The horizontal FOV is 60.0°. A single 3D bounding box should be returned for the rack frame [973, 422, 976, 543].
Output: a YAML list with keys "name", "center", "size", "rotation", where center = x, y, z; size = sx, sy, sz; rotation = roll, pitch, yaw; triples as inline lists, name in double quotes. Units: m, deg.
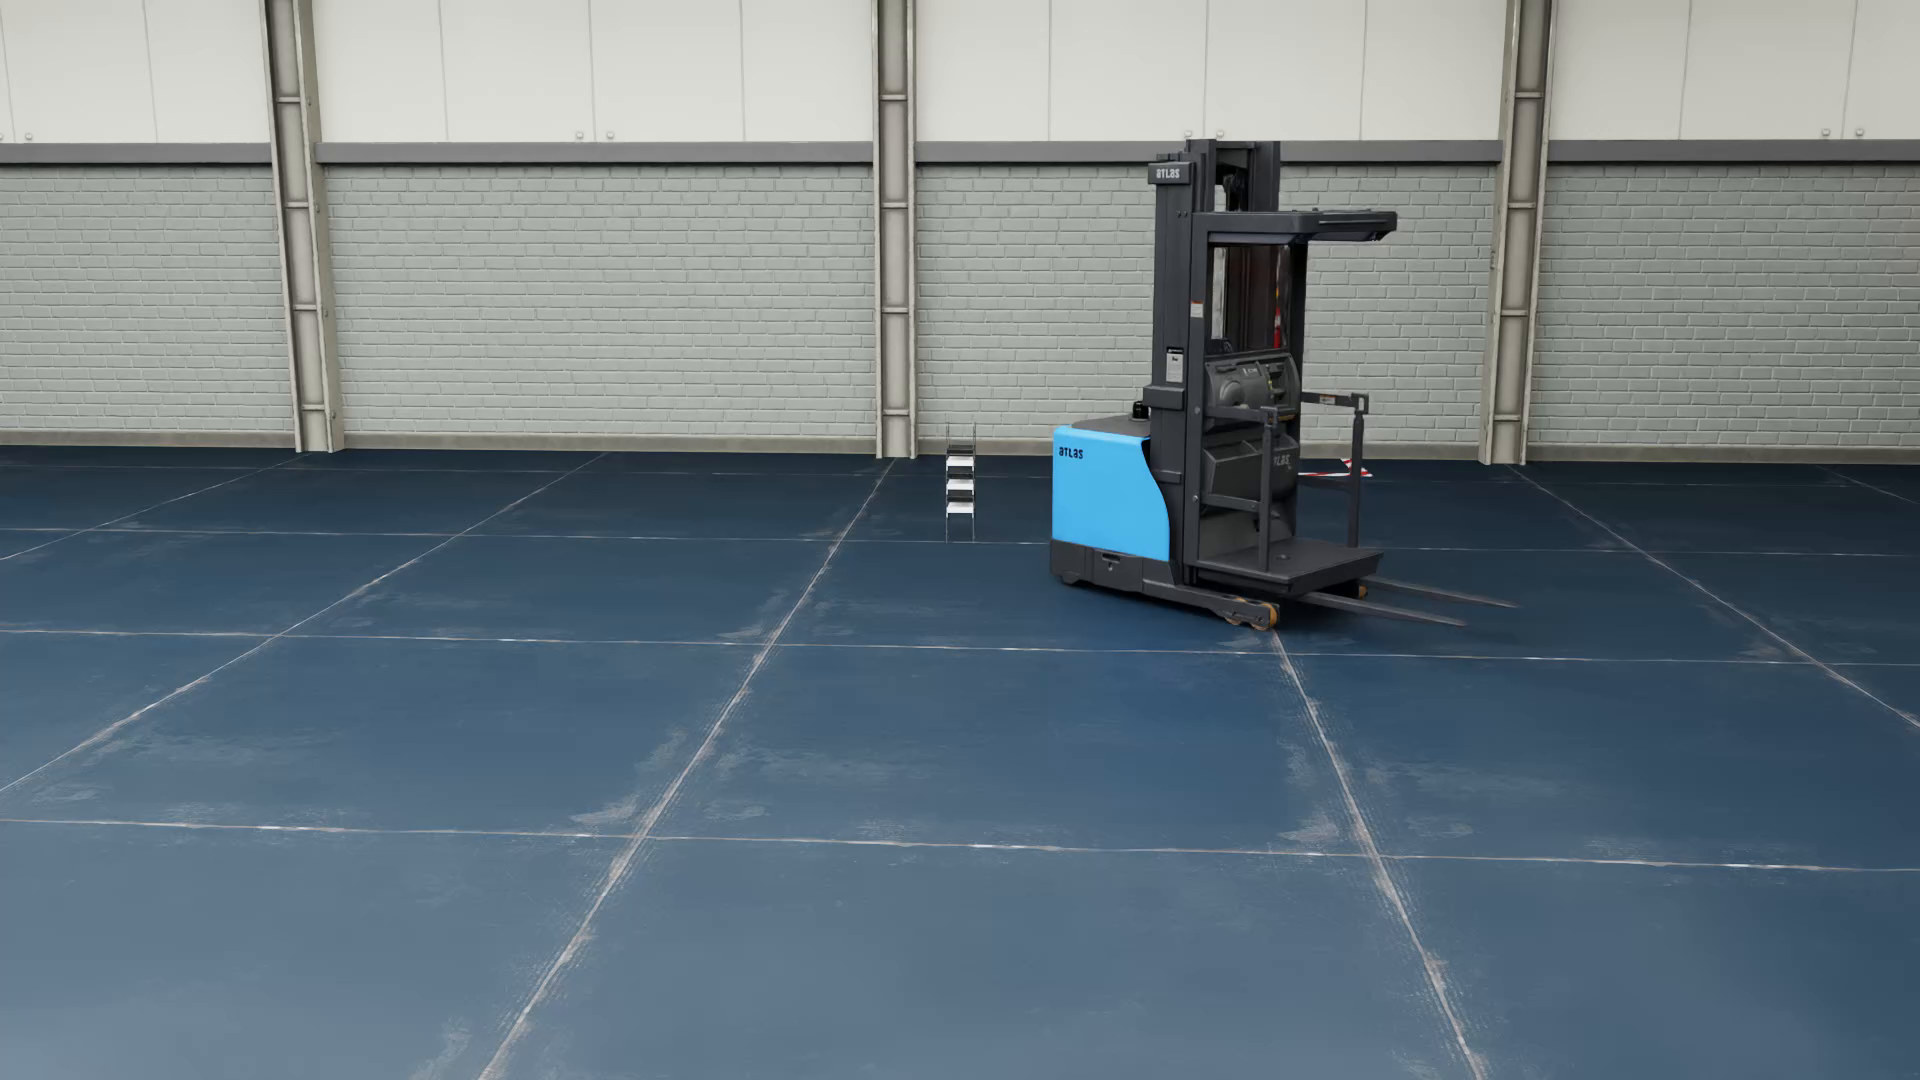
- name: "rack frame"
  center: [0.110, -0.439, 12.669]
  size: [0.006, 0.900, 0.240]
  rotation: [1, 12, 4]

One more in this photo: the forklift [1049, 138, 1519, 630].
- name: "forklift"
  center: [2.006, -1.002, 10.400]
  size: [1.130, 2.935, 3.031]
  rotation: [-11, 16, -44]

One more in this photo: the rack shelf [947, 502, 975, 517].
- name: "rack shelf"
  center: [0.008, -0.232, 12.719]
  size: [0.200, 0.077, 0.258]
  rotation: [1, 12, 4]

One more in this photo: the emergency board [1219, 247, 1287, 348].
- name: "emergency board"
  center: [2.890, -2.278, 16.334]
  size: [0.643, 1.169, 0.194]
  rotation: [1, 12, 4]

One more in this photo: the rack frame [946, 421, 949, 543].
- name: "rack frame"
  center: [-0.093, -0.442, 12.682]
  size: [0.006, 0.900, 0.240]
  rotation: [1, 12, 4]

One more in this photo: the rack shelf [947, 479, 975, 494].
- name: "rack shelf"
  center: [0.008, -0.408, 12.682]
  size: [0.200, 0.077, 0.258]
  rotation: [1, 12, 4]

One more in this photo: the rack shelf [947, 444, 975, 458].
- name: "rack shelf"
  center: [0.008, -0.672, 12.627]
  size: [0.200, 0.077, 0.258]
  rotation: [1, 12, 4]

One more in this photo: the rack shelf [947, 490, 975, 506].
- name: "rack shelf"
  center: [0.008, -0.320, 12.701]
  size: [0.200, 0.077, 0.258]
  rotation: [1, 12, 4]

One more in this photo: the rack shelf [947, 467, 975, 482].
- name: "rack shelf"
  center: [0.008, -0.496, 12.664]
  size: [0.200, 0.077, 0.258]
  rotation: [1, 12, 4]

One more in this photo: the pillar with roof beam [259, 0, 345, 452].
- name: "pillar with roof beam"
  center: [-6.908, -4.458, 12.101]
  size: [0.400, 9.000, 9.100]
  rotation: [1, 12, 4]

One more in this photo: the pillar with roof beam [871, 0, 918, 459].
- name: "pillar with roof beam"
  center: [-0.922, -4.376, 11.709]
  size: [0.400, 9.000, 9.100]
  rotation: [1, 12, 4]

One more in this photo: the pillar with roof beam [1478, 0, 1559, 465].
- name: "pillar with roof beam"
  center: [5.065, -4.294, 11.316]
  size: [0.400, 9.000, 9.100]
  rotation: [1, 12, 4]

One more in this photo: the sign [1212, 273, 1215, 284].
- name: "sign"
  center: [2.349, -2.582, 16.404]
  size: [0.331, 0.109, 0.001]
  rotation: [1, 12, 4]

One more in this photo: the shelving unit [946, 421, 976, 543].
- name: "shelving unit"
  center: [0.008, -0.440, 12.675]
  size: [0.210, 0.900, 0.258]
  rotation: [1, 12, 4]

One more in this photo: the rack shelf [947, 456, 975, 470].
- name: "rack shelf"
  center: [0.008, -0.584, 12.645]
  size: [0.200, 0.077, 0.258]
  rotation: [1, 12, 4]
